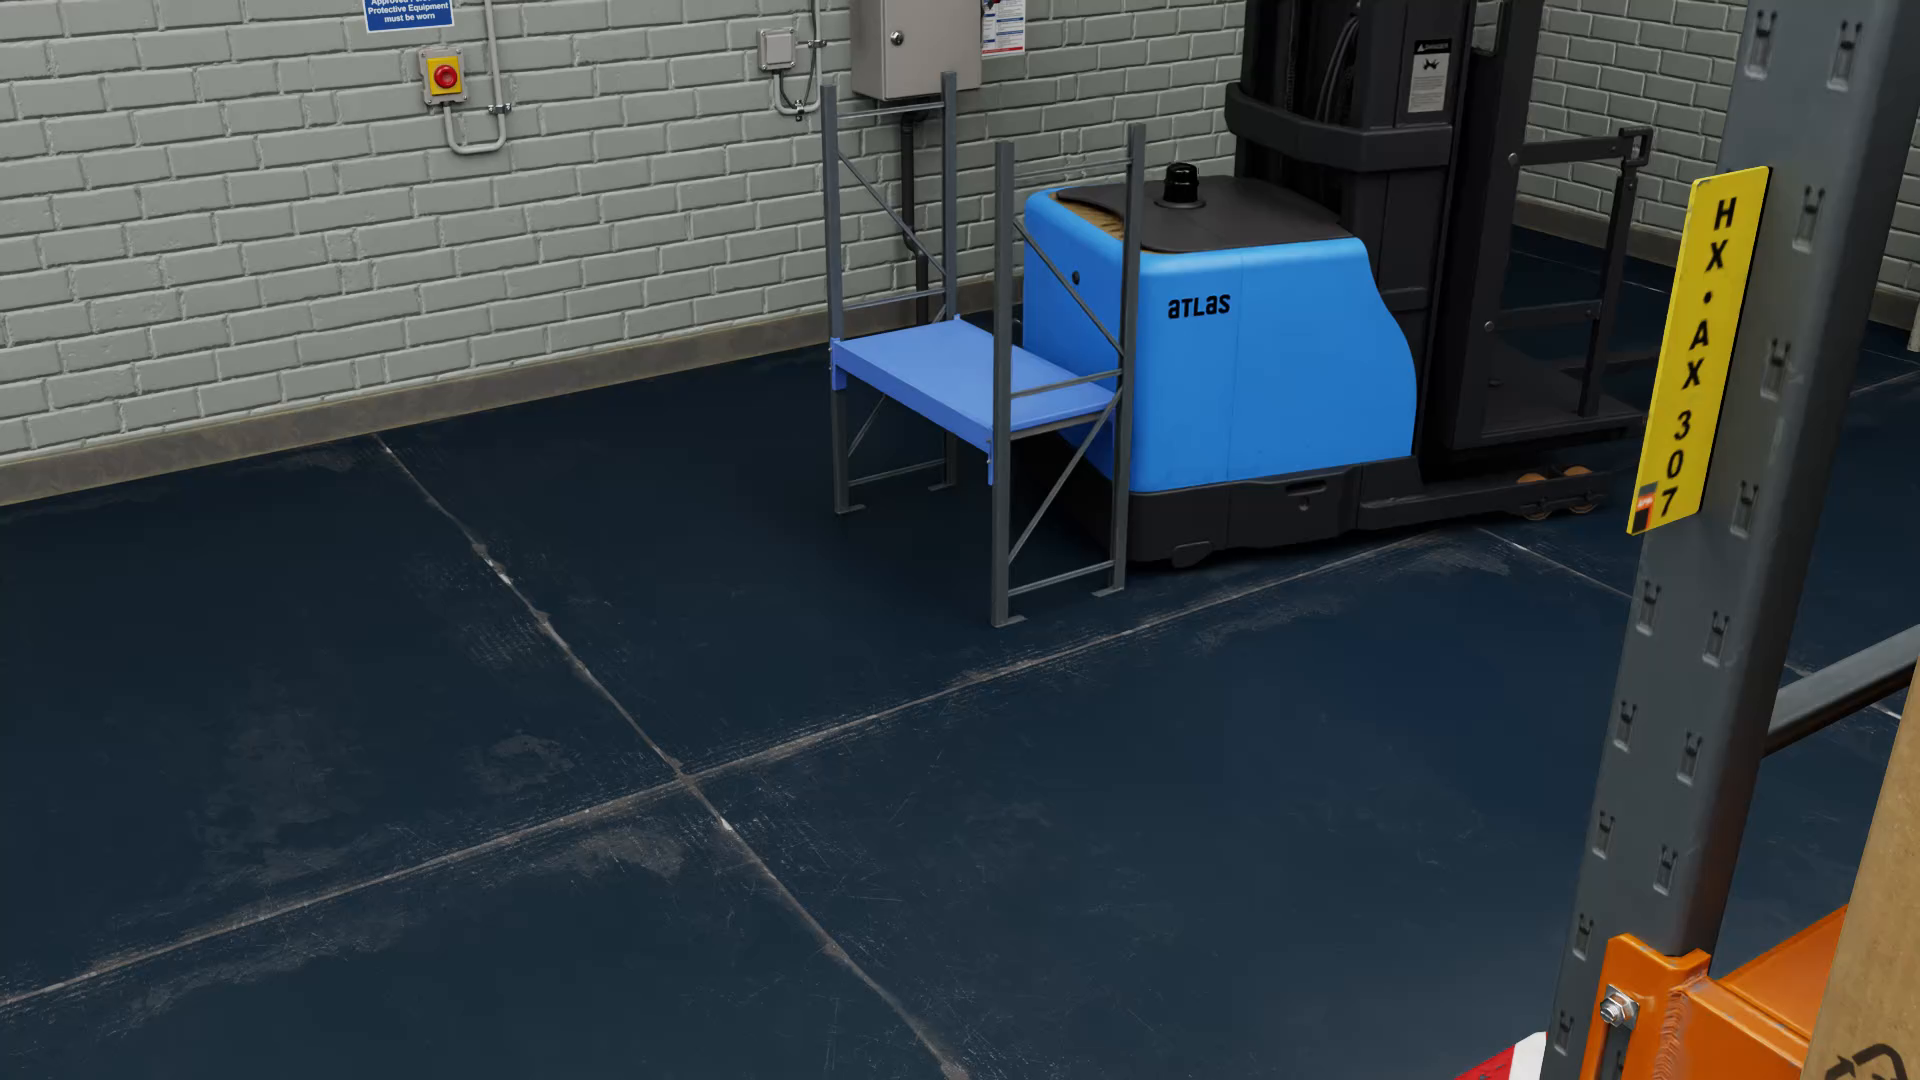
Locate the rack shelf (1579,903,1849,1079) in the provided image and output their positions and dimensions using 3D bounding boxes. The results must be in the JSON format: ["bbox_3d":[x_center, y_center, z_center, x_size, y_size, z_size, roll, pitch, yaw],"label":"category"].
[{"bbox_3d":[2.212,1.178,0.583,1.077,0.370,4.000,-16,29,-30],"label":"rack shelf"}]

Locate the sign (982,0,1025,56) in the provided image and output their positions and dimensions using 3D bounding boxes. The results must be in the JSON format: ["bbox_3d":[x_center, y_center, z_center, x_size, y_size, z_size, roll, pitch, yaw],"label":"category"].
[{"bbox_3d":[0.163,-2.457,7.553,0.329,0.494,0.001,-16,29,-30],"label":"sign"}]

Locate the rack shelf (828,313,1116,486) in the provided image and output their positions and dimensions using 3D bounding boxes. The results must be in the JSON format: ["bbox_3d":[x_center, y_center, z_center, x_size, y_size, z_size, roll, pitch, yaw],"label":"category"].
[{"bbox_3d":[0.043,-0.483,5.439,0.538,0.185,1.000,-15,29,-29],"label":"rack shelf"}]

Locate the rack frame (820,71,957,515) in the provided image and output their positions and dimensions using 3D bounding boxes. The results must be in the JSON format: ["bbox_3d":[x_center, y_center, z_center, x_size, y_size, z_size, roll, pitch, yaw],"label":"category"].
[{"bbox_3d":[-0.230,-0.829,5.750,0.500,1.500,0.032,-15,29,-29],"label":"rack frame"}]

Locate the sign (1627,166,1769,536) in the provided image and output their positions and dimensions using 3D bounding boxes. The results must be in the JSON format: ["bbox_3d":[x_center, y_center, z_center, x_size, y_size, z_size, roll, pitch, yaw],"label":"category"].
[{"bbox_3d":[0.652,-0.163,1.474,0.100,0.325,0.005,-16,29,-30],"label":"sign"}]

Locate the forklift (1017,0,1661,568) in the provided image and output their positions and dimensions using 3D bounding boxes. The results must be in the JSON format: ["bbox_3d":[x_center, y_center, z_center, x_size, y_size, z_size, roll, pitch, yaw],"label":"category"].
[{"bbox_3d":[1.787,-1.597,5.700,3.031,2.935,1.130,-8,27,-17],"label":"forklift"}]

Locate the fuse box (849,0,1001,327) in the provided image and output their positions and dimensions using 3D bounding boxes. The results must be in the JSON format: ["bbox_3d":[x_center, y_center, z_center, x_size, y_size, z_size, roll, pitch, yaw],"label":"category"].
[{"bbox_3d":[-0.138,-1.729,7.407,0.539,1.711,0.414,-16,29,-30],"label":"fuse box"}]

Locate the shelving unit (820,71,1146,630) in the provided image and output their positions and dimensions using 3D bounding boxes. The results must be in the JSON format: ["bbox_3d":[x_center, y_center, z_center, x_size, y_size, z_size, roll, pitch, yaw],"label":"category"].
[{"bbox_3d":[0.043,-0.646,5.362,0.538,1.500,1.048,-15,29,-29],"label":"shelving unit"}]

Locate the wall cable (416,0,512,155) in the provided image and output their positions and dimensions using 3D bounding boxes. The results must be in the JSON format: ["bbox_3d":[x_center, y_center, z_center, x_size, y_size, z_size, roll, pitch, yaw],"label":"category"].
[{"bbox_3d":[-1.977,-2.348,5.982,0.585,1.953,0.123,-16,29,-30],"label":"wall cable"}]

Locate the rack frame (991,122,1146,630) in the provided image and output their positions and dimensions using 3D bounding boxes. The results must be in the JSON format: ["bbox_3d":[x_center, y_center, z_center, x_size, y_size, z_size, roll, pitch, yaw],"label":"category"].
[{"bbox_3d":[0.315,-0.463,4.974,0.500,1.500,0.032,-15,29,-29],"label":"rack frame"}]

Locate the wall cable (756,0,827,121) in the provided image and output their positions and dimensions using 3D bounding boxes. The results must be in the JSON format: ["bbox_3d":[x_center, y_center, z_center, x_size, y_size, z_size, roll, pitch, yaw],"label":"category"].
[{"bbox_3d":[-0.795,-2.668,6.698,0.588,1.984,0.122,-16,29,-30],"label":"wall cable"}]

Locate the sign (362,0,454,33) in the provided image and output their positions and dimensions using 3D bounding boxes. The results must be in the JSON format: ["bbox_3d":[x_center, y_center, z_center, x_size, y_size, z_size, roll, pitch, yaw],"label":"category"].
[{"bbox_3d":[-2.051,-2.007,6.171,0.327,0.218,0.001,-16,29,-30],"label":"sign"}]
